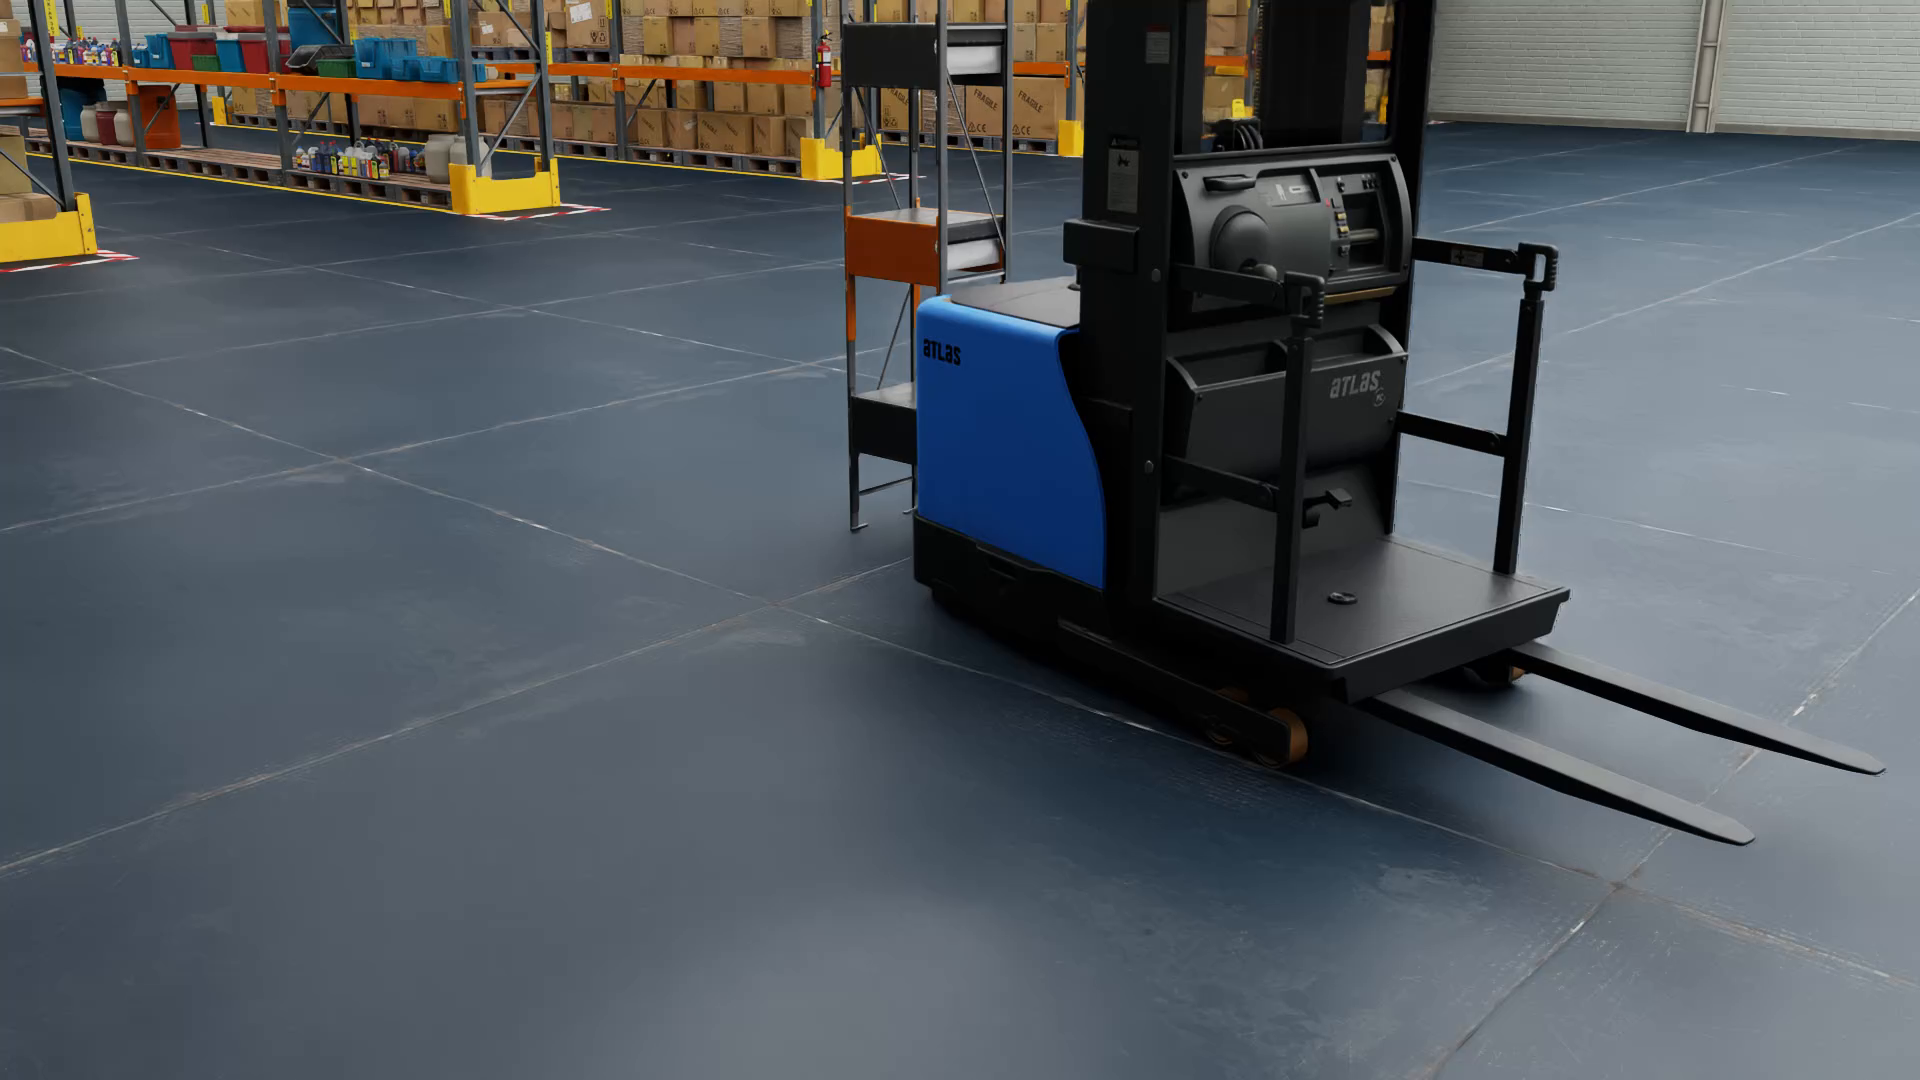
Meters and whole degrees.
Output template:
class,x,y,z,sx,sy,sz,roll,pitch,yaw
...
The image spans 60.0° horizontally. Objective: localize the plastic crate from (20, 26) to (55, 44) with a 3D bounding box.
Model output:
class,x,y,z,sx,sy,sz,roll,pitch,yaw
plastic crate,-14.218,-7.665,25.600,0.583,0.464,0.402,15,23,39

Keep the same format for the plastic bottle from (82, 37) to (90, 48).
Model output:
class,x,y,z,sx,sy,sz,roll,pitch,yaw
plastic bottle,-12.769,-7.166,24.315,0.185,0.351,0.144,15,23,39

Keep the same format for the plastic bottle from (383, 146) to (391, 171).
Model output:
class,x,y,z,sx,sy,sz,roll,pitch,yaw
plastic bottle,-6.724,-4.483,19.541,0.133,0.283,0.061,15,23,39

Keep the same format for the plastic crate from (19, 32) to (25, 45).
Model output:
class,x,y,z,sx,sy,sz,roll,pitch,yaw
plastic crate,-14.292,-7.407,24.921,0.575,0.384,0.392,15,23,39

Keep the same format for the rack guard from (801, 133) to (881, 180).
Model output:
class,x,y,z,sx,sy,sz,roll,pitch,yaw
rack guard,-1.511,-4.905,21.240,0.348,0.500,1.175,15,23,39

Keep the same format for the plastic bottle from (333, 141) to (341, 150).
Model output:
class,x,y,z,sx,sy,sz,roll,pitch,yaw
plastic bottle,-7.309,-4.487,19.444,0.185,0.351,0.144,15,23,39

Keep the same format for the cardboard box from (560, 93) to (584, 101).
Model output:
class,x,y,z,sx,sy,sz,roll,pitch,yaw
cardboard box,-7.508,-8.567,32.174,0.250,0.149,0.380,16,23,40

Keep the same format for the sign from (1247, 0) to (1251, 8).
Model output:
class,x,y,z,sx,sy,sz,roll,pitch,yaw
sign,4.741,-8.904,27.273,0.005,0.325,0.100,15,23,39

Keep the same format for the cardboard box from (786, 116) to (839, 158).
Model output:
class,x,y,z,sx,sy,sz,roll,pitch,yaw
cardboard box,-1.910,-5.219,21.536,0.500,0.500,0.500,-13,22,-36

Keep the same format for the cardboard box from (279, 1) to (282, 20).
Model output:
class,x,y,z,sx,sy,sz,roll,pitch,yaw
cardboard box,-12.882,-9.683,30.680,0.500,0.500,0.500,15,23,40

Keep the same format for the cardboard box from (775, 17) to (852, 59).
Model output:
class,x,y,z,sx,sy,sz,roll,pitch,yaw
cardboard box,-1.847,-6.387,21.121,0.500,0.500,0.875,15,23,39

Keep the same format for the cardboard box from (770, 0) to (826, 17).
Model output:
class,x,y,z,sx,sy,sz,roll,pitch,yaw
cardboard box,-2.029,-6.802,20.775,0.500,0.500,0.500,15,23,39

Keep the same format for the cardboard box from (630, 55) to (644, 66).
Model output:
class,x,y,z,sx,sy,sz,roll,pitch,yaw
cardboard box,-4.306,-6.600,22.865,0.250,0.149,0.380,15,23,39

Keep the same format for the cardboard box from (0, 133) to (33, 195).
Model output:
class,x,y,z,sx,sy,sz,roll,pitch,yaw
cardboard box,-8.661,-3.345,14.806,0.500,0.500,0.500,15,23,39

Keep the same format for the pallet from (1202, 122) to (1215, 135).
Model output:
class,x,y,z,sx,sy,sz,roll,pitch,yaw
pallet,4.483,-7.180,28.888,1.213,0.211,1.003,15,23,39

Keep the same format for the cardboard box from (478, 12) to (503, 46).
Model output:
class,x,y,z,sx,sy,sz,roll,pitch,yaw
cardboard box,-7.007,-7.836,25.484,0.500,0.500,0.500,12,21,33

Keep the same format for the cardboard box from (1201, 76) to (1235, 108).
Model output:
class,x,y,z,sx,sy,sz,roll,pitch,yaw
cardboard box,4.352,-7.672,28.439,0.500,0.500,0.500,15,23,40

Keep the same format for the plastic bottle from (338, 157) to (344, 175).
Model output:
class,x,y,z,sx,sy,sz,roll,pitch,yaw
plastic bottle,-7.067,-4.283,19.049,0.097,0.201,0.097,0,18,0

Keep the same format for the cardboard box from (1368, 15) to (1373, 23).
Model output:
class,x,y,z,sx,sy,sz,roll,pitch,yaw
cardboard box,7.760,-9.855,31.467,0.250,0.149,0.380,16,23,40

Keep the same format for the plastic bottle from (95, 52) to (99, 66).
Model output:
class,x,y,z,sx,sy,sz,roll,pitch,yaw
plastic bottle,-11.776,-6.589,22.743,0.097,0.201,0.097,0,18,0

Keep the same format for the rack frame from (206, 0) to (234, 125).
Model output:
class,x,y,z,sx,sy,sz,roll,pitch,yaw
rack frame,-13.421,-9.294,30.937,0.127,3.000,1.000,15,23,39

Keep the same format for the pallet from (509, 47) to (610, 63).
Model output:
class,x,y,z,sx,sy,sz,roll,pitch,yaw
pallet,-5.930,-7.208,24.681,1.213,0.211,1.003,15,23,39

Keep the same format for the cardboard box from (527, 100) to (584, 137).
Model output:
class,x,y,z,sx,sy,sz,roll,pitch,yaw
cardboard box,-6.071,-6.355,25.082,0.700,0.500,0.500,-16,24,-41

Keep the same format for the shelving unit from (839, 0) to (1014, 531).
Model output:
class,x,y,z,sx,sy,sz,roll,pitch,yaw
shelving unit,-0.124,-1.034,6.399,0.503,2.100,0.431,15,23,39

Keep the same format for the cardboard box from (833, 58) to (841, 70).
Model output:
class,x,y,z,sx,sy,sz,roll,pitch,yaw
cardboard box,-1.509,-6.072,21.202,0.250,0.149,0.380,15,23,39

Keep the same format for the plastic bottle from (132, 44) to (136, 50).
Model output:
class,x,y,z,sx,sy,sz,roll,pitch,yaw
plastic bottle,-11.766,-6.927,23.692,0.097,0.271,0.097,0,18,0

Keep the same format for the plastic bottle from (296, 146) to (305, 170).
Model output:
class,x,y,z,sx,sy,sz,roll,pitch,yaw
plastic bottle,-7.786,-4.510,19.646,0.097,0.271,0.097,0,18,0

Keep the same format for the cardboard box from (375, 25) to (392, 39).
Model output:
class,x,y,z,sx,sy,sz,roll,pitch,yaw
cardboard box,-9.110,-8.085,26.964,0.500,0.500,0.500,16,23,40

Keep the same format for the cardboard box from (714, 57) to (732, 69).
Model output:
class,x,y,z,sx,sy,sz,roll,pitch,yaw
cardboard box,-2.996,-6.249,21.759,0.250,0.149,0.380,15,23,39

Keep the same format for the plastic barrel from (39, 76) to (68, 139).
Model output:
class,x,y,z,sx,sy,sz,roll,pitch,yaw
plastic barrel,-13.321,-6.457,24.773,0.708,0.901,0.600,15,23,39

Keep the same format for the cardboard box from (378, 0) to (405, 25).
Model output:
class,x,y,z,sx,sy,sz,roll,pitch,yaw
cardboard box,-8.965,-8.628,27.017,0.637,0.503,0.797,16,24,41

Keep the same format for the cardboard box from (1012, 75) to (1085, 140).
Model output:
class,x,y,z,sx,sy,sz,roll,pitch,yaw
cardboard box,1.363,-6.492,24.926,0.875,0.875,0.875,15,23,40

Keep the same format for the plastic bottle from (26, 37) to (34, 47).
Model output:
class,x,y,z,sx,sy,sz,roll,pitch,yaw
plastic bottle,-13.638,-7.194,24.403,0.185,0.351,0.144,15,23,39

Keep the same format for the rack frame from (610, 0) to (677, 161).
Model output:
class,x,y,z,sx,sy,sz,roll,pitch,yaw
rack frame,-4.446,-6.884,23.345,0.127,3.000,1.000,15,23,39

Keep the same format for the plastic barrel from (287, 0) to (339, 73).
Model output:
class,x,y,z,sx,sy,sz,roll,pitch,yaw
plastic barrel,-7.821,-6.149,20.198,0.708,0.901,0.600,15,23,39

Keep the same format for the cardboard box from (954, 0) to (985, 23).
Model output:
class,x,y,z,sx,sy,sz,roll,pitch,yaw
cardboard box,0.378,-8.162,25.338,0.500,0.550,0.875,15,23,39

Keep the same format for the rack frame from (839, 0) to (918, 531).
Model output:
class,x,y,z,sx,sy,sz,roll,pitch,yaw
rack frame,-0.306,-1.083,6.553,0.015,2.100,0.400,15,23,39

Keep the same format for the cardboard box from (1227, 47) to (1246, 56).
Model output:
class,x,y,z,sx,sy,sz,roll,pitch,yaw
cardboard box,4.702,-8.230,28.001,0.250,0.149,0.380,16,24,41

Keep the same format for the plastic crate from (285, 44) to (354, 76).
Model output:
class,x,y,z,sx,sy,sz,roll,pitch,yaw
plastic crate,-7.426,-5.600,19.401,0.504,0.338,0.767,15,23,39

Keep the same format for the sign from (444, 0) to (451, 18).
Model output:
class,x,y,z,sx,sy,sz,roll,pitch,yaw
sign,-7.803,-8.113,25.303,0.005,0.325,0.100,15,23,39

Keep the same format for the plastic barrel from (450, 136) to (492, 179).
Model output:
class,x,y,z,sx,sy,sz,roll,pitch,yaw
plastic barrel,-5.284,-4.090,17.958,0.421,0.512,0.421,0,18,0

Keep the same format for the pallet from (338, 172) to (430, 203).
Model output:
class,x,y,z,sx,sy,sz,roll,pitch,yaw
pallet,-6.342,-4.045,19.009,1.213,0.211,1.003,15,23,39

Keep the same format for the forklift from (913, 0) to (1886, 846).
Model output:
class,x,y,z,sx,sy,sz,roll,pitch,yaw
forklift,1.117,-0.930,4.697,1.130,2.935,3.031,-13,22,-35

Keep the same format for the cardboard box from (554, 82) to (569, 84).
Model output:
class,x,y,z,sx,sy,sz,roll,pitch,yaw
cardboard box,-7.916,-9.058,33.231,0.250,0.149,0.380,16,23,40

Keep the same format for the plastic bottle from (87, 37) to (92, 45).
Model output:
class,x,y,z,sx,sy,sz,roll,pitch,yaw
plastic bottle,-12.812,-7.236,24.534,0.185,0.351,0.144,15,23,39

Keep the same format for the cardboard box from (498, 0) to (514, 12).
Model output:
class,x,y,z,sx,sy,sz,roll,pitch,yaw
cardboard box,-8.754,-10.600,32.745,0.500,0.500,0.500,14,22,38

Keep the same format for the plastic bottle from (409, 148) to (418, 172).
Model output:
class,x,y,z,sx,sy,sz,roll,pitch,yaw
plastic bottle,-6.373,-4.434,19.407,0.097,0.271,0.097,0,18,0

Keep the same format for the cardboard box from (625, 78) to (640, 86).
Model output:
class,x,y,z,sx,sy,sz,roll,pitch,yaw
cardboard box,-5.905,-8.541,30.762,0.500,0.250,0.500,16,24,41

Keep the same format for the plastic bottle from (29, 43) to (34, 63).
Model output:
class,x,y,z,sx,sy,sz,roll,pitch,yaw
plastic bottle,-13.455,-7.073,24.153,0.097,0.271,0.097,0,18,0

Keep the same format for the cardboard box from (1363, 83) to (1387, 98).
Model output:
class,x,y,z,sx,sy,sz,roll,pitch,yaw
cardboard box,7.845,-8.602,31.782,0.500,0.250,0.500,15,23,39

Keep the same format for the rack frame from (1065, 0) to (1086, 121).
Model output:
class,x,y,z,sx,sy,sz,roll,pitch,yaw
rack frame,1.914,-7.183,24.286,0.127,3.000,1.000,15,23,39

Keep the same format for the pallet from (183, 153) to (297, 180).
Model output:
class,x,y,z,sx,sy,sz,roll,pitch,yaw
pallet,-9.263,-4.828,21.477,1.213,0.211,1.003,15,23,39

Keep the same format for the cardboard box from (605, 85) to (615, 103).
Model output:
class,x,y,z,sx,sy,sz,roll,pitch,yaw
cardboard box,-6.288,-8.287,31.203,0.500,0.500,0.500,16,24,42

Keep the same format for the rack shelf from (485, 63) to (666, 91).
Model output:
class,x,y,z,sx,sy,sz,roll,pitch,yaw
rack shelf,-5.941,-6.943,24.719,4.000,0.370,1.077,15,23,39

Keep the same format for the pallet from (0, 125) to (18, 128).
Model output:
class,x,y,z,sx,sy,sz,roll,pitch,yaw
pallet,-16.117,-6.670,27.278,1.213,0.211,1.003,15,23,39
